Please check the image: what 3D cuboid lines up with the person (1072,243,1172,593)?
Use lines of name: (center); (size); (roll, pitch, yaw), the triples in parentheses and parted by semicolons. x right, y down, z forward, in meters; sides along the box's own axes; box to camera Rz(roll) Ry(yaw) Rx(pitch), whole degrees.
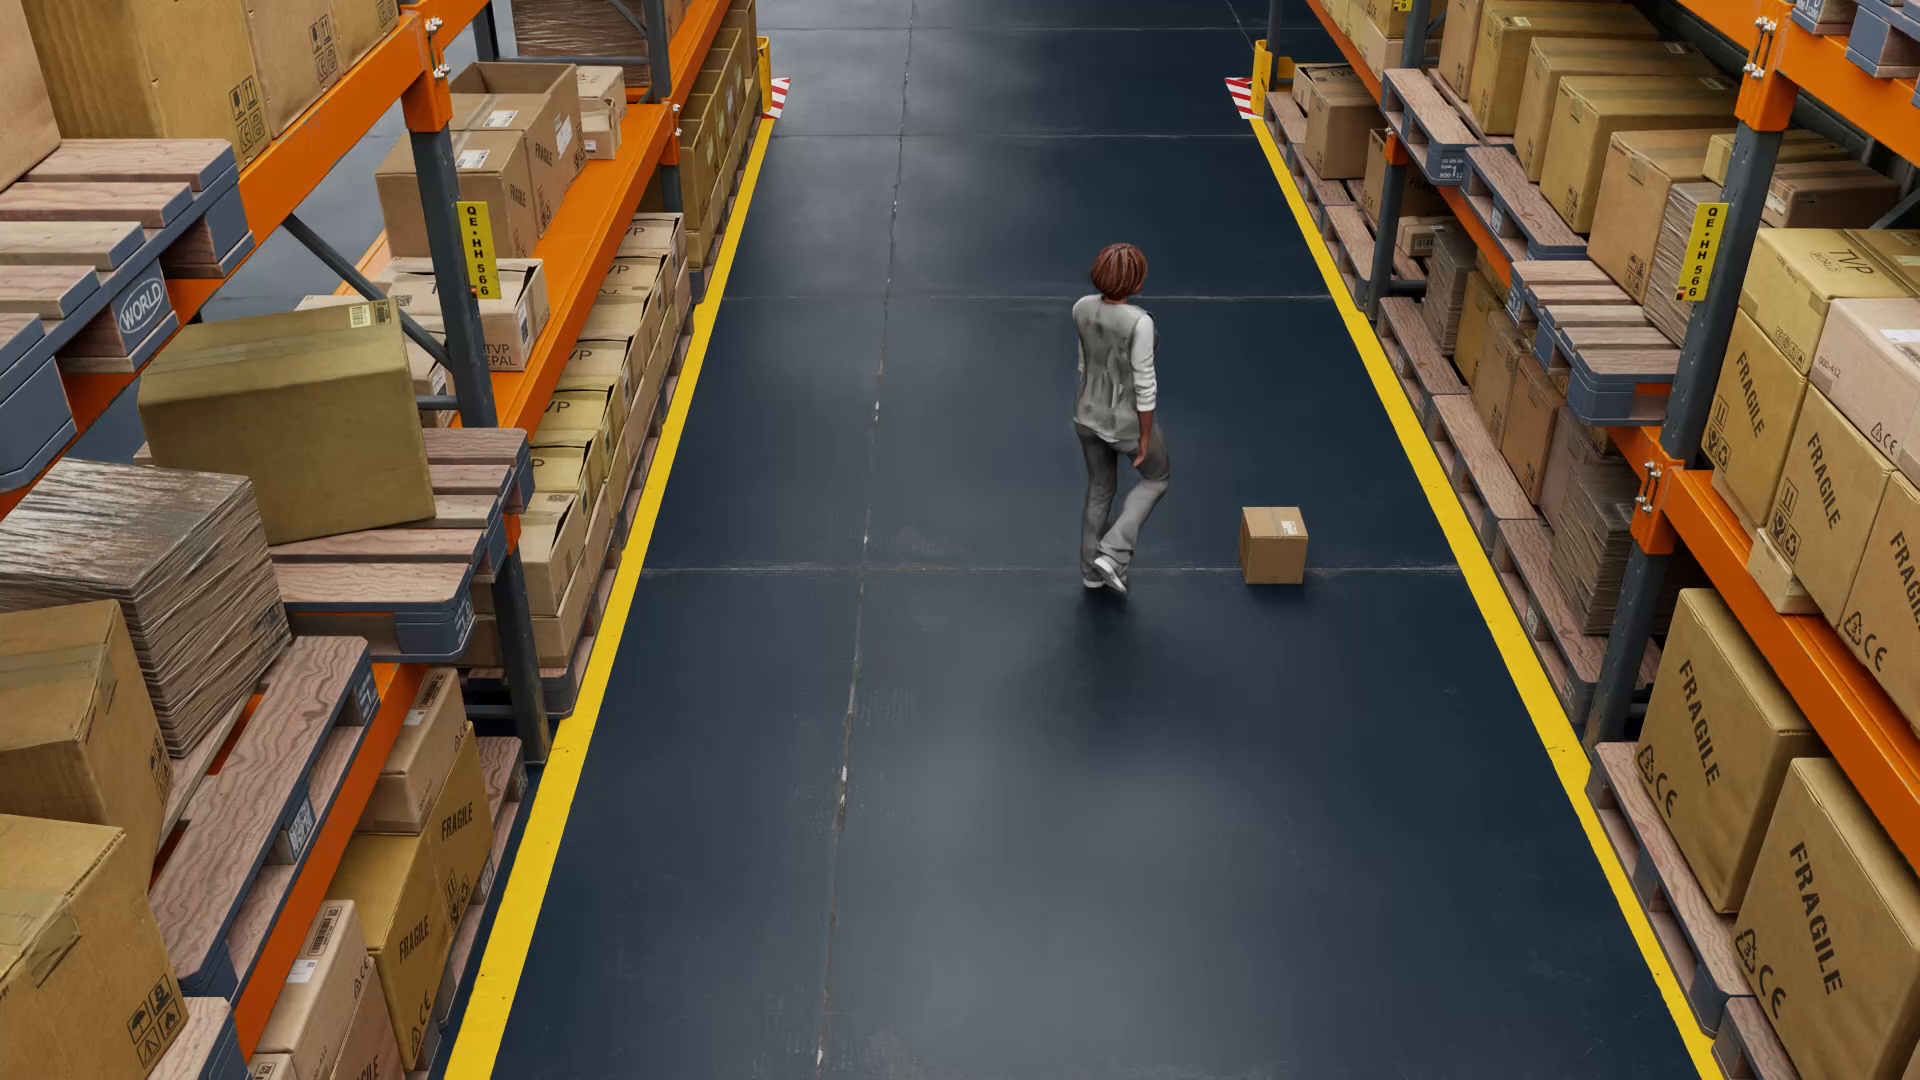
person: (0.658, -0.490, 6.893); (0.424, 1.593, 0.427); (22, 38, 31)
